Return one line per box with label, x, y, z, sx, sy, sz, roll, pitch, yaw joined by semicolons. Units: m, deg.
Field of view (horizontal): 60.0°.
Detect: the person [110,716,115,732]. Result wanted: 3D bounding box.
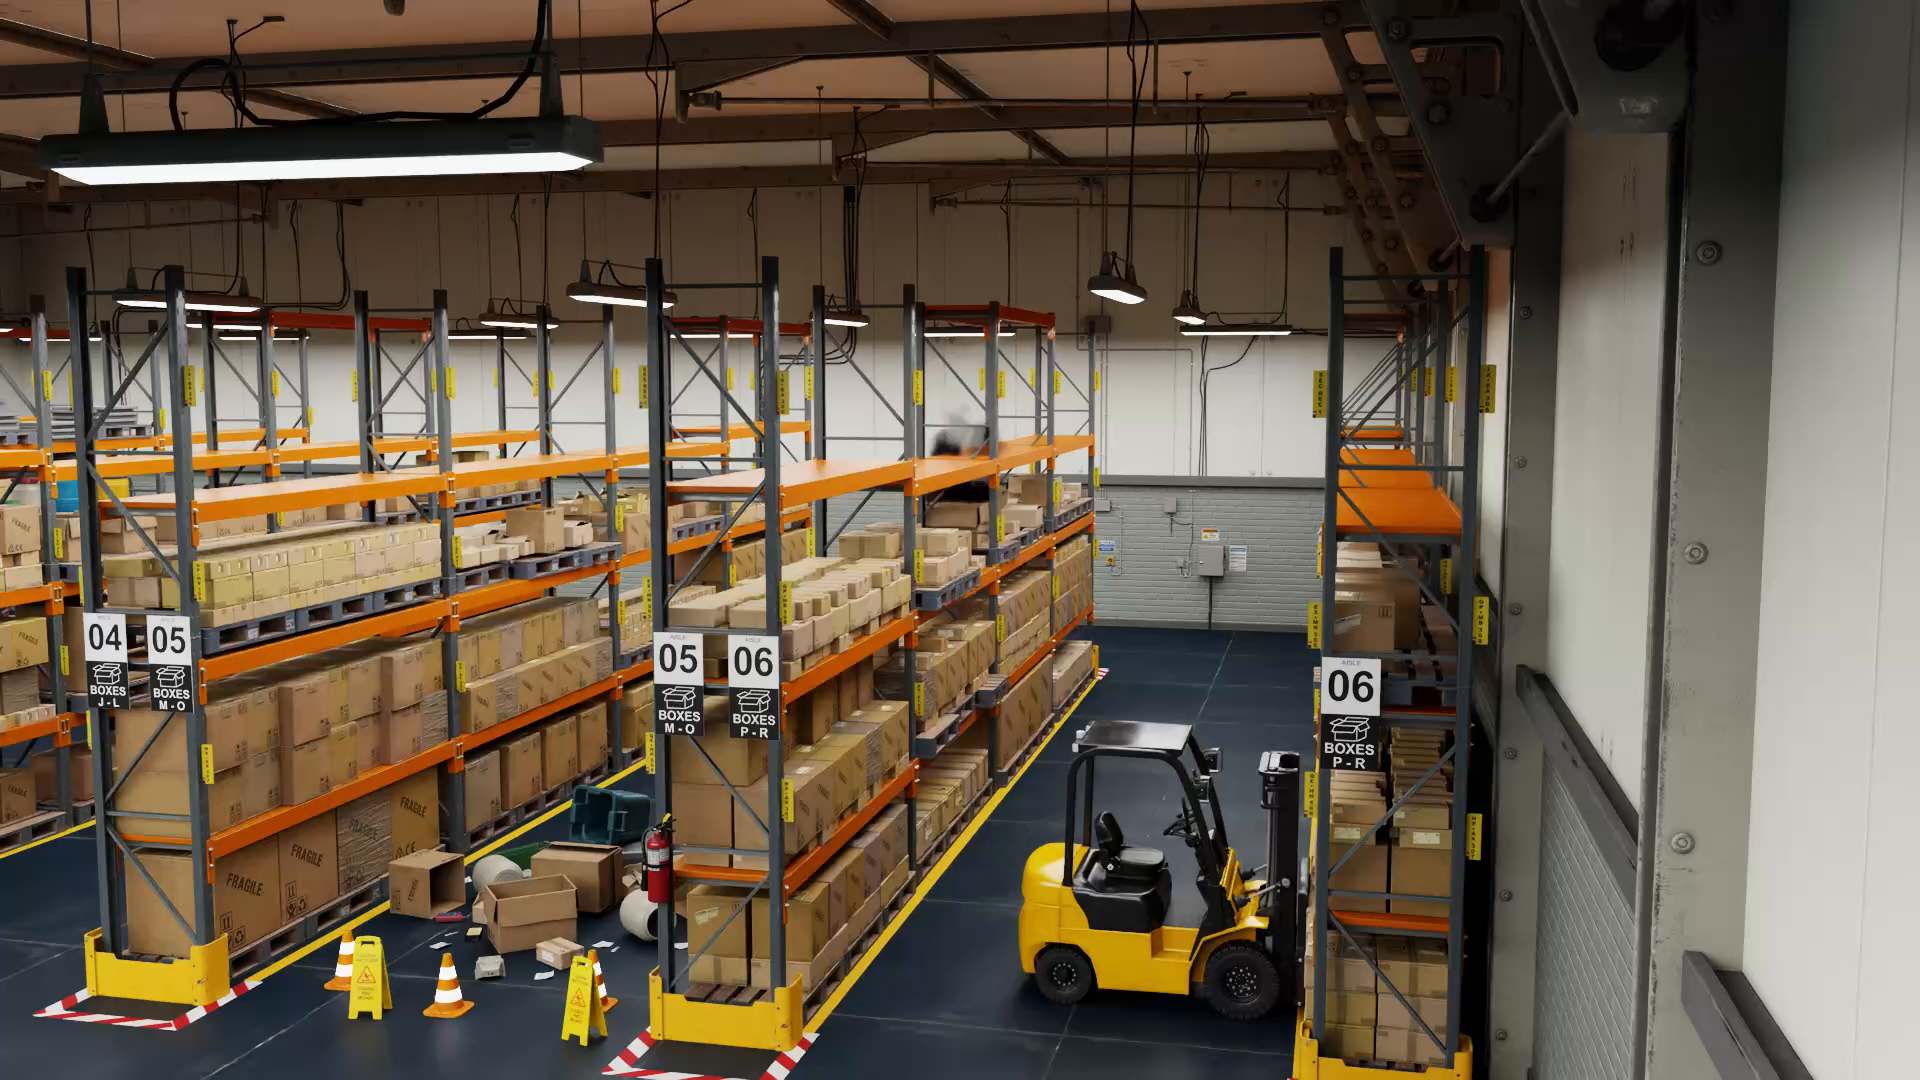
person;-12.021;2.008;23.465;0.609;1.606;0.584;0;6;-1
